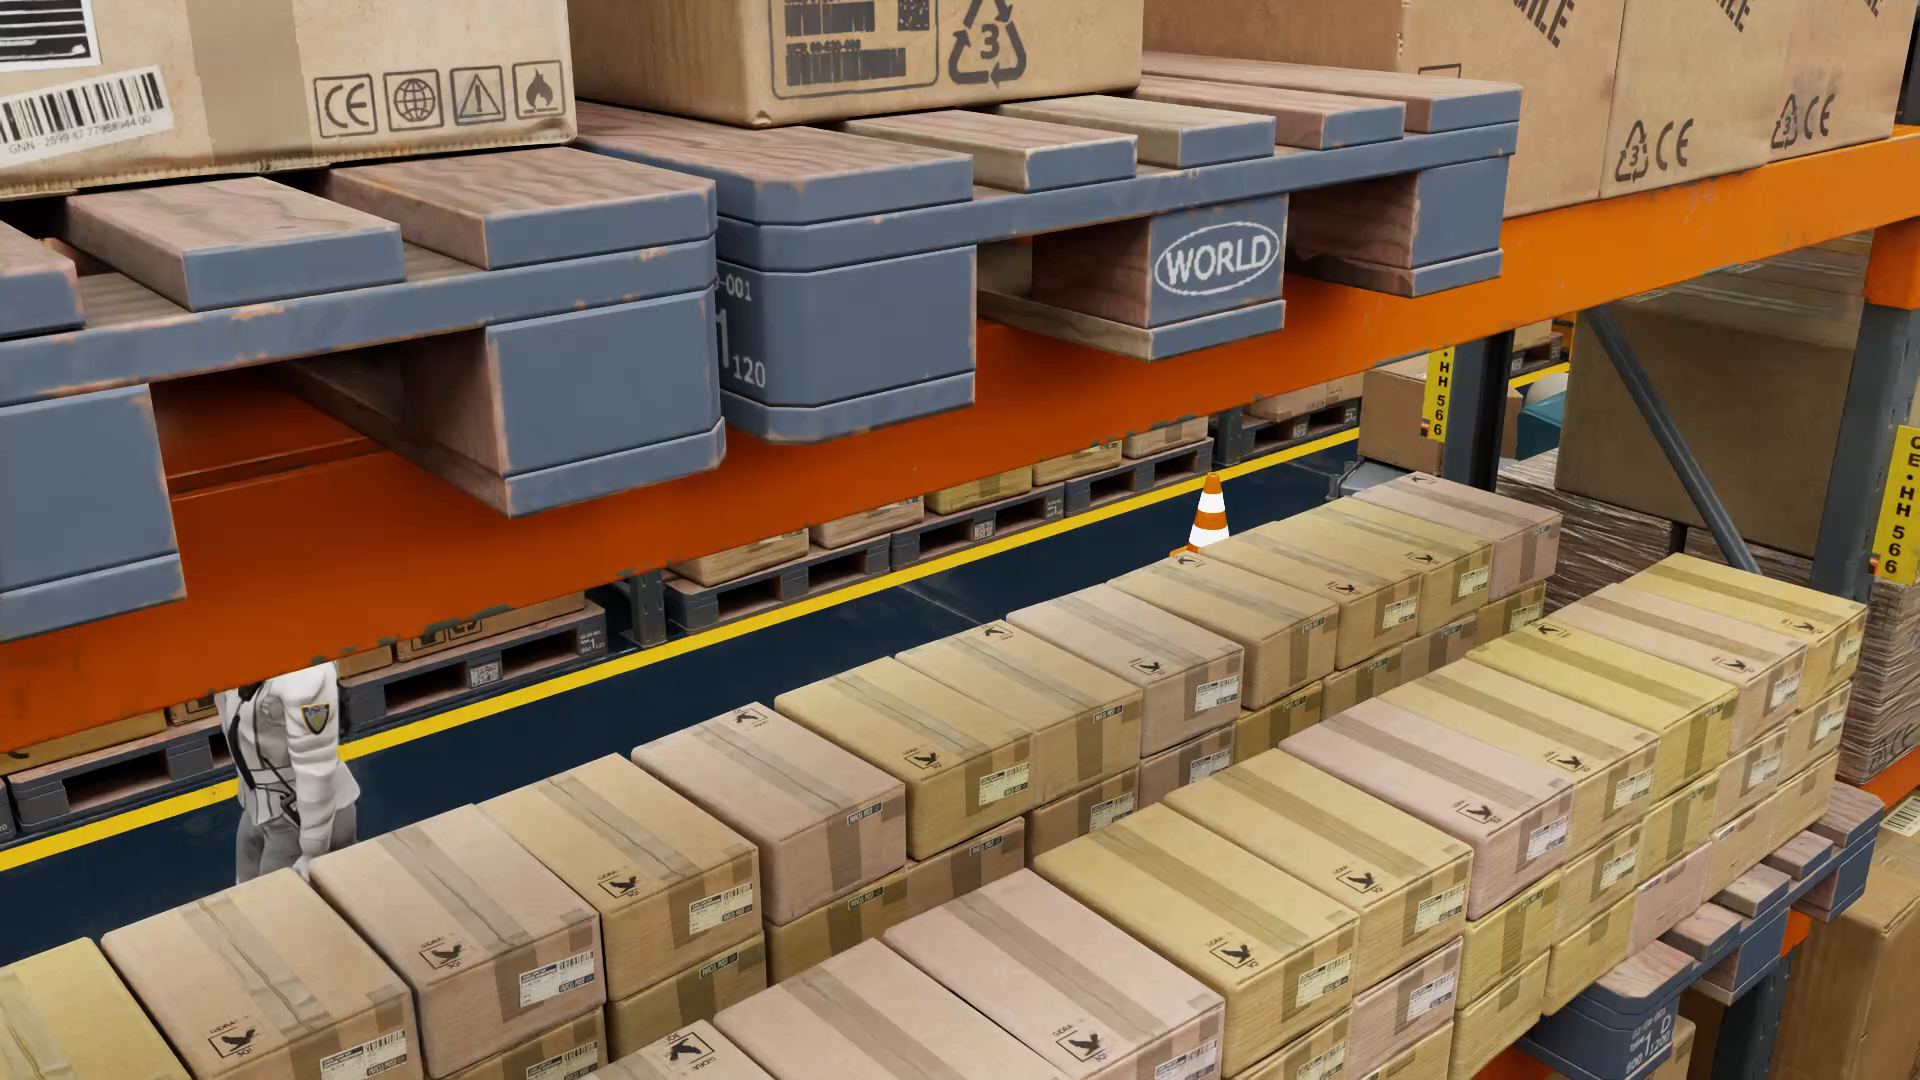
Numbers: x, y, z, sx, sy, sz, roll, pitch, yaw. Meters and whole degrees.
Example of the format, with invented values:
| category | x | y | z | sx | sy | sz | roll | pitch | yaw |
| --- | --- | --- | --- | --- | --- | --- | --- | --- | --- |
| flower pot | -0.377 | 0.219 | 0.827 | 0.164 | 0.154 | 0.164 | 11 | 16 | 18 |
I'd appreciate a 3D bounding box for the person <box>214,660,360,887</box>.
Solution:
| category | x | y | z | sx | sy | sz | roll | pitch | yaw |
| --- | --- | --- | --- | --- | --- | --- | --- | --- | --- |
| person | -1.790 | 0.732 | 4.584 | 0.553 | 1.679 | 0.488 | -14 | 25 | -32 |
